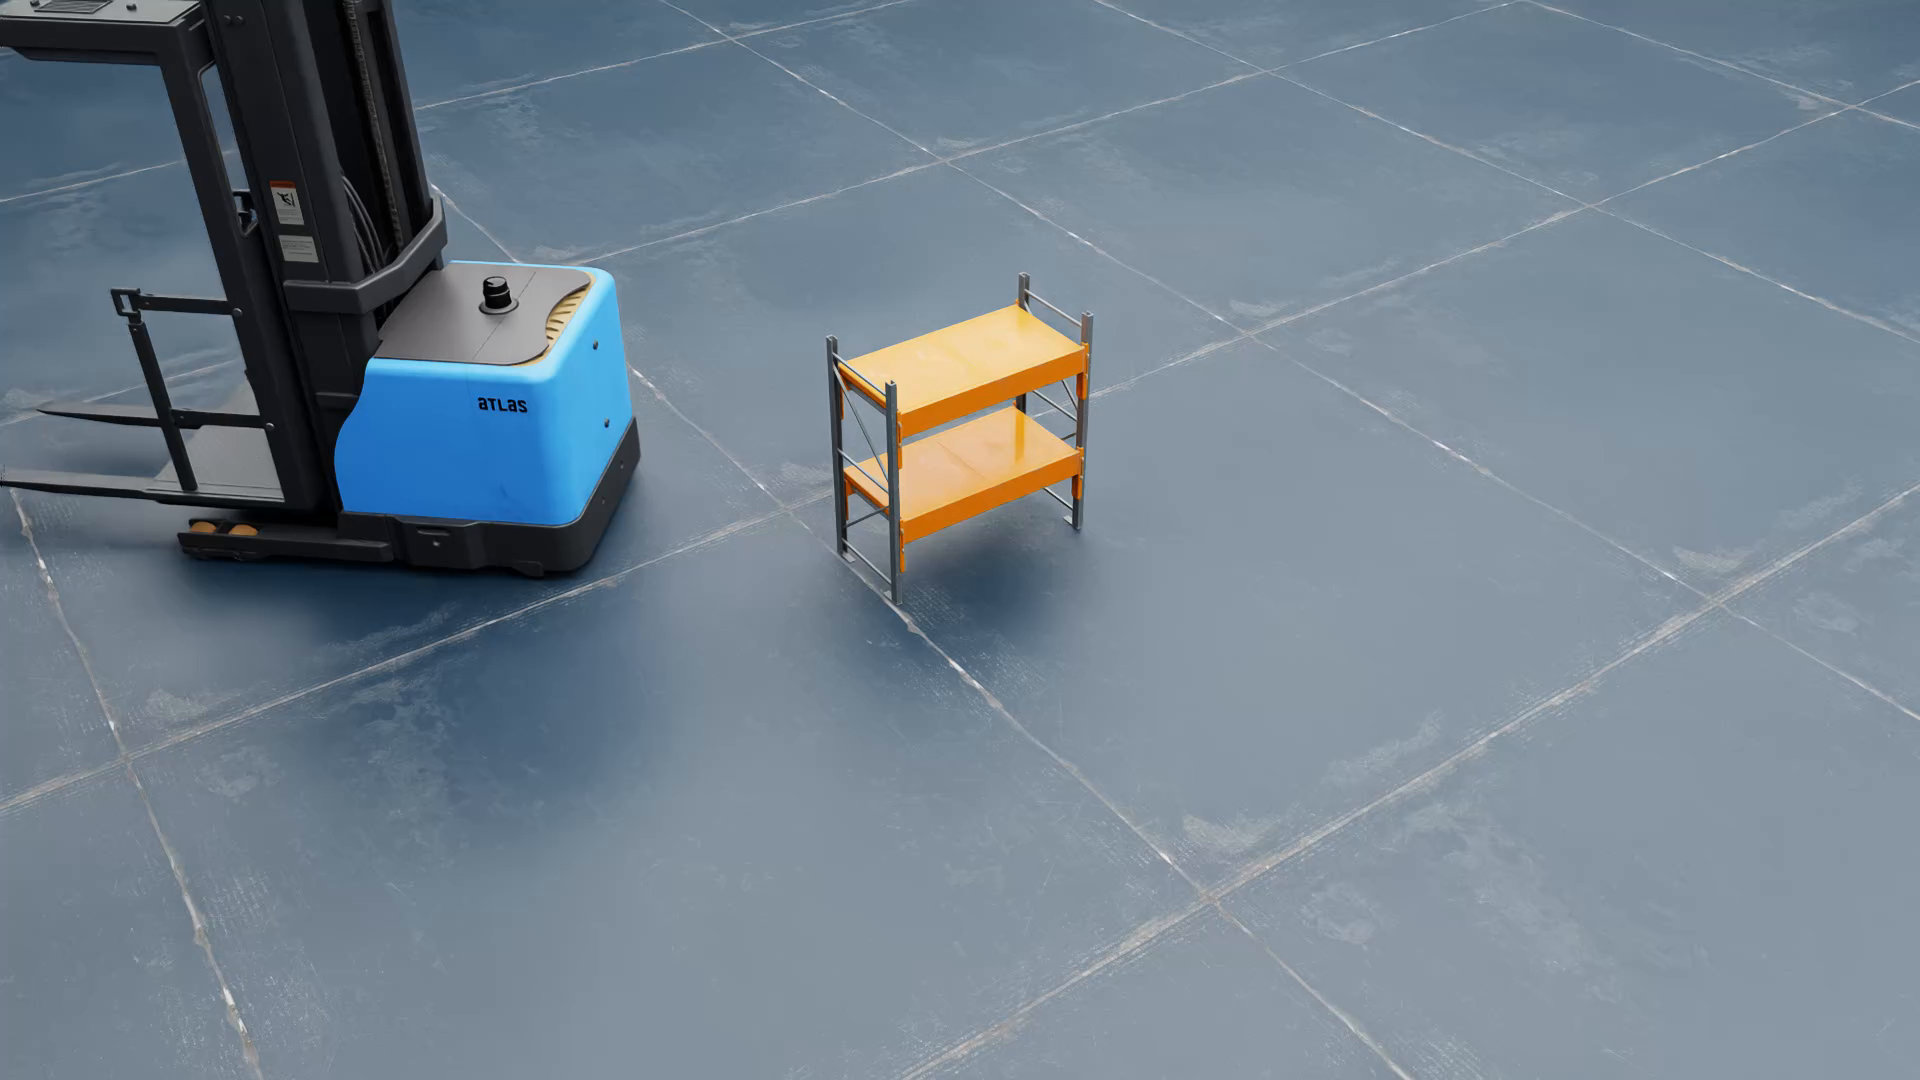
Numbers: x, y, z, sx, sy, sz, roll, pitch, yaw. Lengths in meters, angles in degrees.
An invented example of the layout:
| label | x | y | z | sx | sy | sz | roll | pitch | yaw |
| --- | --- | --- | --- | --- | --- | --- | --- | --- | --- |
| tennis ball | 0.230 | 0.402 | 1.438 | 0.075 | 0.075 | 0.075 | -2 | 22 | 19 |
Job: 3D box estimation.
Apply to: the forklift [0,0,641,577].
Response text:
| label | x | y | z | sx | sy | sz | roll | pitch | yaw |
| --- | --- | --- | --- | --- | --- | --- | --- | --- | --- |
| forklift | -3.128 | -1.394 | 7.178 | 3.031 | 2.935 | 1.130 | 4 | 36 | 6 |

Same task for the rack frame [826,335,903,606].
| label | x | y | z | sx | sy | sz | roll | pitch | yaw |
| --- | --- | --- | --- | --- | --- | --- | --- | --- | --- |
| rack frame | -0.410 | -0.288 | 7.187 | 0.032 | 1.125 | 0.500 | -22 | 41 | -28 |

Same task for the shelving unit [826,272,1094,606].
| label | x | y | z | sx | sy | sz | roll | pitch | yaw |
| --- | --- | --- | --- | --- | --- | --- | --- | --- | --- |
| shelving unit | 0.006 | -0.459 | 7.425 | 1.048 | 1.125 | 0.538 | -22 | 41 | -28 |

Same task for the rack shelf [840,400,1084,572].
| label | x | y | z | sx | sy | sz | roll | pitch | yaw |
| --- | --- | --- | --- | --- | --- | --- | --- | --- | --- |
| rack shelf | 0.006 | -0.260 | 7.567 | 1.000 | 0.278 | 0.538 | -22 | 41 | -28 |

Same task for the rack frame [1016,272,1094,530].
| label | x | y | z | sx | sy | sz | roll | pitch | yaw |
| --- | --- | --- | --- | --- | --- | --- | --- | --- | --- |
| rack frame | 0.421 | -0.630 | 7.662 | 0.032 | 1.125 | 0.500 | -22 | 41 | -28 |

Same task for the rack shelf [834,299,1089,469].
| label | x | y | z | sx | sy | sz | roll | pitch | yaw |
| --- | --- | --- | --- | --- | --- | --- | --- | --- | --- |
| rack shelf | 0.006 | -0.697 | 7.254 | 1.000 | 0.278 | 0.538 | -22 | 41 | -28 |
